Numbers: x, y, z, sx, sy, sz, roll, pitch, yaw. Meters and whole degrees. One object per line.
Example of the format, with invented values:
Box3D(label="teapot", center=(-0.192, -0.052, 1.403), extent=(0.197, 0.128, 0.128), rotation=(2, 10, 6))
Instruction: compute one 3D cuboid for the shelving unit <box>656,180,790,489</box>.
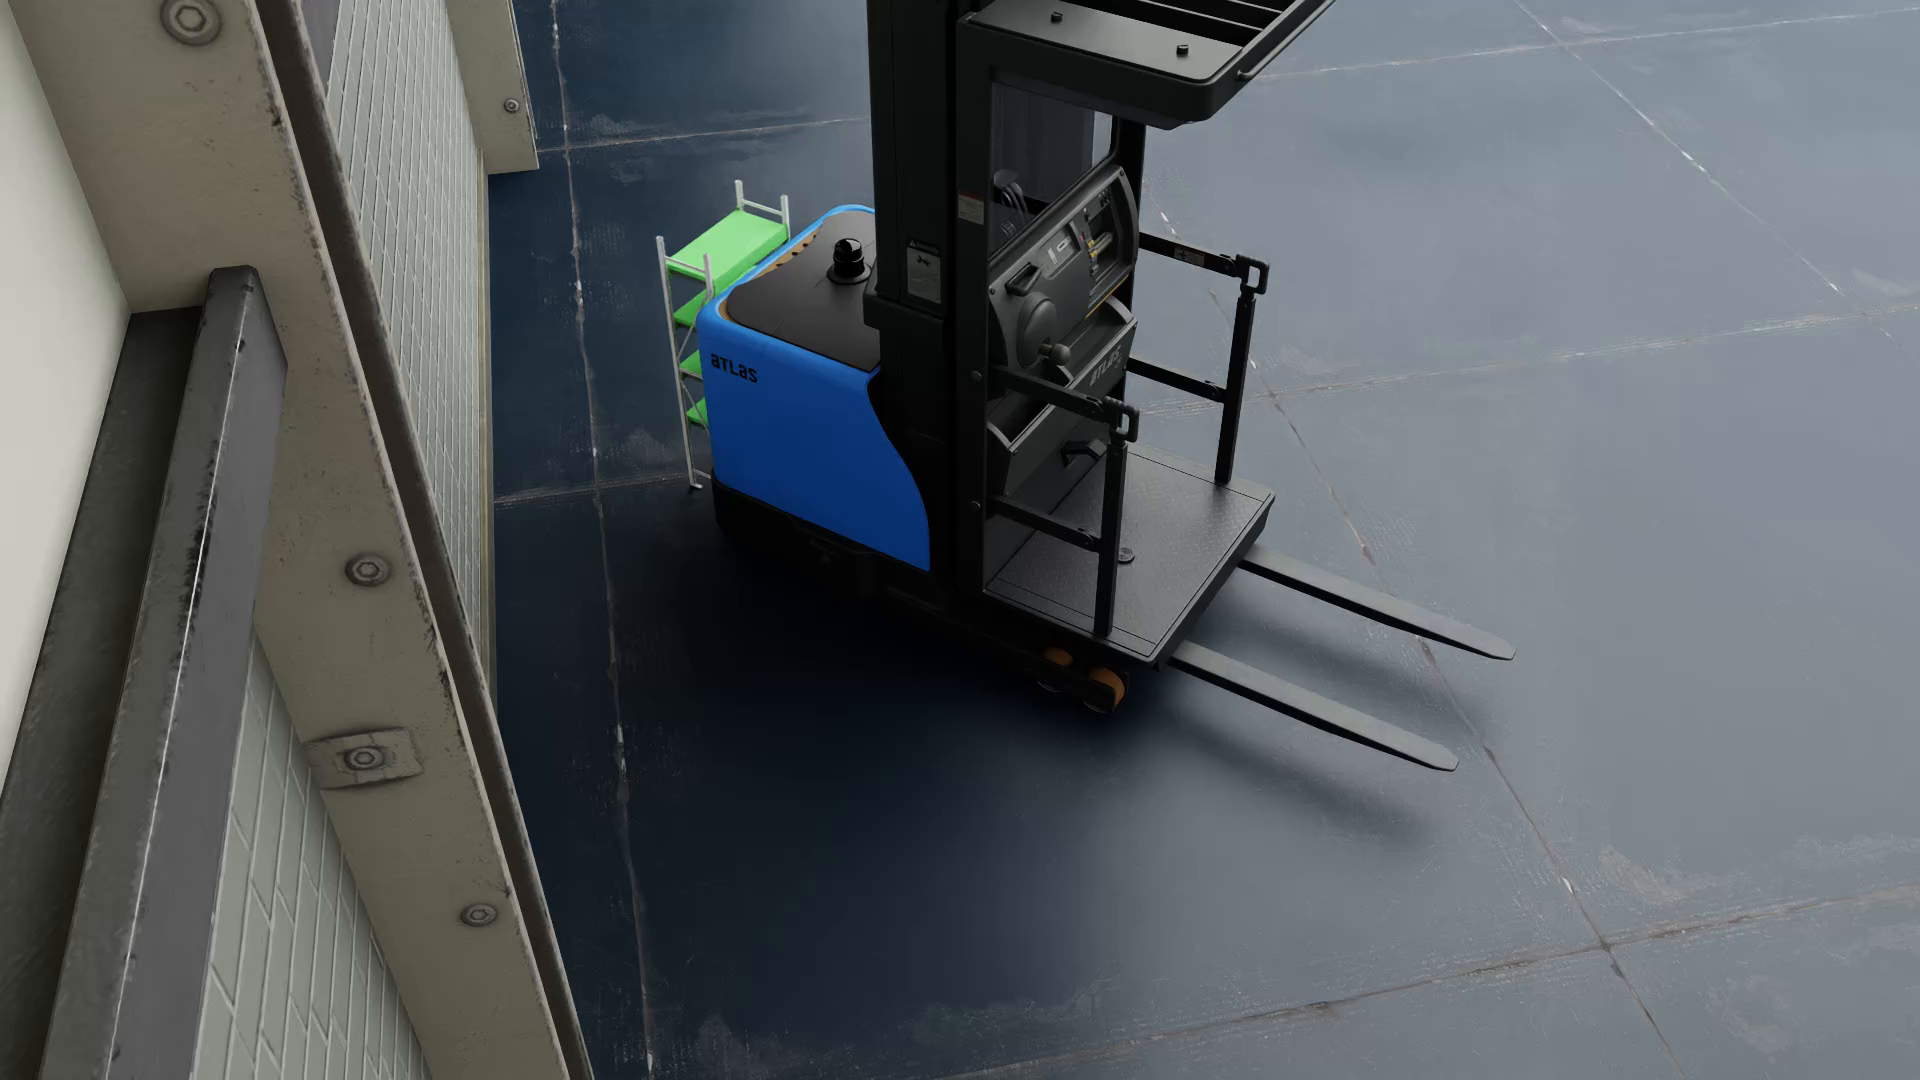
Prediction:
Box3D(label="shelving unit", center=(-0.903, -0.782, 6.727), extent=(0.258, 1.200, 0.503), rotation=(22, 46, 23))

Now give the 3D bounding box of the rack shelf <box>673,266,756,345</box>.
Box3D(label="rack shelf", center=(-0.903, -0.914, 6.610), extent=(0.258, 0.148, 0.480), rotation=(22, 46, 23))

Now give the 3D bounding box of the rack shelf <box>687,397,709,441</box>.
Box3D(label="rack shelf", center=(-0.904, -0.555, 6.929), extent=(0.258, 0.148, 0.480), rotation=(22, 46, 23))

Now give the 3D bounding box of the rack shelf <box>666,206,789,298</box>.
Box3D(label="rack shelf", center=(-0.903, -1.094, 6.451), extent=(0.258, 0.148, 0.480), rotation=(22, 46, 23))

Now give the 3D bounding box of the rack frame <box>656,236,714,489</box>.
Box3D(label="rack frame", center=(-1.030, -0.644, 6.571), extent=(0.240, 1.200, 0.015), rotation=(22, 46, 23))

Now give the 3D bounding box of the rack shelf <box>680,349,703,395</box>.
Box3D(label="rack shelf", center=(-0.903, -0.735, 6.770), extent=(0.258, 0.148, 0.480), rotation=(22, 46, 23))

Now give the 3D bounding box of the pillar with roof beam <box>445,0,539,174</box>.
Box3D(label="pillar with roof beam", center=(1.726, -6.100, 6.843), extent=(9.100, 9.000, 0.400), rotation=(-8, 42, -9))

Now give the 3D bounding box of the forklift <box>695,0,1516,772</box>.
Box3D(label="forklift", center=(0.536, -0.876, 5.529), extent=(3.031, 2.935, 1.130), rotation=(22, 46, 23))

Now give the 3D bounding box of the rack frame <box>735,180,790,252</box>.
Box3D(label="rack frame", center=(-0.777, -0.921, 6.883), extent=(0.240, 1.200, 0.015), rotation=(22, 46, 23))
